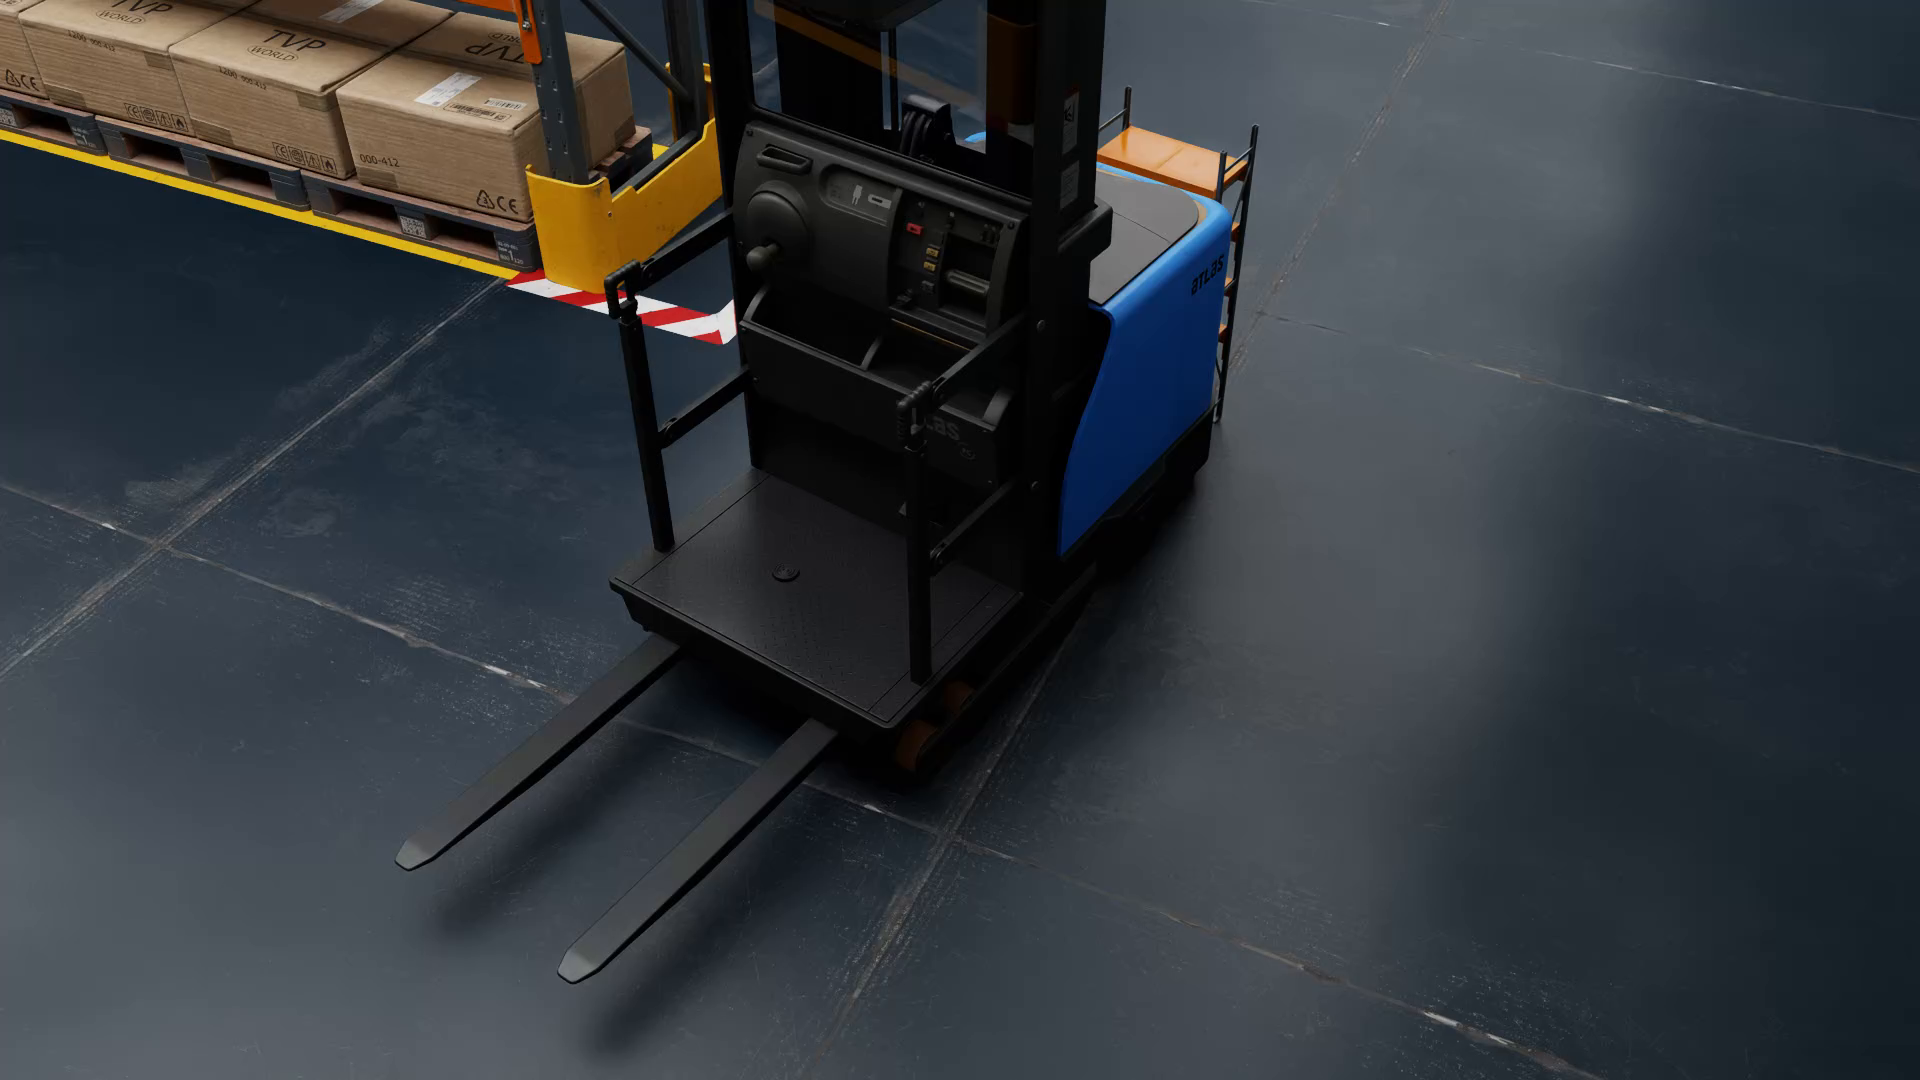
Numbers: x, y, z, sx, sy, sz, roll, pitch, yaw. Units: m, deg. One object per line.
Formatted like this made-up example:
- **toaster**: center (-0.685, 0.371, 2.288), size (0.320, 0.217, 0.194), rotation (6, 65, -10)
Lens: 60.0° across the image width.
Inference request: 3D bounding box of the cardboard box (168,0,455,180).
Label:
- **cardboard box**: center (-2.870, -2.106, 7.525), size (0.875, 0.438, 0.875), rotation (18, 44, 20)

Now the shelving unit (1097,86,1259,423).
- **shelving unit**: center (0.715, -0.951, 5.931), size (0.503, 1.200, 0.258), rotation (25, 47, 26)

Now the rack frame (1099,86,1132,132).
- **rack frame**: center (0.515, -1.043, 6.037), size (0.015, 1.200, 0.240), rotation (25, 47, 26)

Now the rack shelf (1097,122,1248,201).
- **rack shelf**: center (0.715, -1.247, 5.673), size (0.480, 0.148, 0.258), rotation (25, 47, 26)

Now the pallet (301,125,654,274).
- **pallet**: center (-2.154, -1.665, 7.510), size (1.213, 0.211, 1.003), rotation (17, 44, 19)

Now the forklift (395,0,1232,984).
- **forklift**: center (-0.363, -0.770, 4.401), size (1.130, 2.935, 3.031), rotation (25, 47, 26)

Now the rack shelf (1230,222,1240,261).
- **rack shelf**: center (0.715, -1.069, 5.828), size (0.480, 0.148, 0.258), rotation (25, 47, 26)

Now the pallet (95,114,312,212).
- **pallet**: center (-3.256, -2.004, 7.900), size (1.213, 0.211, 1.003), rotation (17, 44, 19)

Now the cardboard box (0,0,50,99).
- **cardboard box**: center (-4.498, -2.604, 8.100), size (0.875, 0.438, 0.875), rotation (16, 44, 18)

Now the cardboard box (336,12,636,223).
- **cardboard box**: center (-2.037, -1.858, 7.238), size (0.875, 0.438, 0.875), rotation (16, 43, 17)

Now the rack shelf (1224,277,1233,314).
- **rack shelf**: center (0.715, -0.900, 5.975), size (0.480, 0.148, 0.258), rotation (25, 47, 26)

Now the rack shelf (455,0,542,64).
- **rack shelf**: center (-3.209, -2.826, 7.269), size (4.000, 0.370, 1.077), rotation (17, 44, 19)

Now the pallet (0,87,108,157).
- **pallet**: center (-4.365, -2.341, 8.289), size (1.213, 0.211, 1.003), rotation (17, 44, 19)

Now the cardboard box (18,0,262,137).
- **cardboard box**: center (-3.686, -2.357, 7.814), size (0.875, 0.438, 0.875), rotation (16, 43, 17)

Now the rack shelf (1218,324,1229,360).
- **rack shelf**: center (0.715, -0.750, 6.105), size (0.480, 0.148, 0.258), rotation (25, 47, 26)

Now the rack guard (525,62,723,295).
- **rack guard**: center (-1.375, -1.592, 7.206), size (0.348, 0.500, 1.175), rotation (17, 44, 19)

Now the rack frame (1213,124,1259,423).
- **rack frame**: center (0.914, -0.859, 5.824), size (0.015, 1.200, 0.240), rotation (25, 47, 26)

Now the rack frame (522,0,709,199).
- **rack frame**: center (-1.396, -2.544, 6.394), size (0.127, 3.000, 1.000), rotation (17, 44, 19)
